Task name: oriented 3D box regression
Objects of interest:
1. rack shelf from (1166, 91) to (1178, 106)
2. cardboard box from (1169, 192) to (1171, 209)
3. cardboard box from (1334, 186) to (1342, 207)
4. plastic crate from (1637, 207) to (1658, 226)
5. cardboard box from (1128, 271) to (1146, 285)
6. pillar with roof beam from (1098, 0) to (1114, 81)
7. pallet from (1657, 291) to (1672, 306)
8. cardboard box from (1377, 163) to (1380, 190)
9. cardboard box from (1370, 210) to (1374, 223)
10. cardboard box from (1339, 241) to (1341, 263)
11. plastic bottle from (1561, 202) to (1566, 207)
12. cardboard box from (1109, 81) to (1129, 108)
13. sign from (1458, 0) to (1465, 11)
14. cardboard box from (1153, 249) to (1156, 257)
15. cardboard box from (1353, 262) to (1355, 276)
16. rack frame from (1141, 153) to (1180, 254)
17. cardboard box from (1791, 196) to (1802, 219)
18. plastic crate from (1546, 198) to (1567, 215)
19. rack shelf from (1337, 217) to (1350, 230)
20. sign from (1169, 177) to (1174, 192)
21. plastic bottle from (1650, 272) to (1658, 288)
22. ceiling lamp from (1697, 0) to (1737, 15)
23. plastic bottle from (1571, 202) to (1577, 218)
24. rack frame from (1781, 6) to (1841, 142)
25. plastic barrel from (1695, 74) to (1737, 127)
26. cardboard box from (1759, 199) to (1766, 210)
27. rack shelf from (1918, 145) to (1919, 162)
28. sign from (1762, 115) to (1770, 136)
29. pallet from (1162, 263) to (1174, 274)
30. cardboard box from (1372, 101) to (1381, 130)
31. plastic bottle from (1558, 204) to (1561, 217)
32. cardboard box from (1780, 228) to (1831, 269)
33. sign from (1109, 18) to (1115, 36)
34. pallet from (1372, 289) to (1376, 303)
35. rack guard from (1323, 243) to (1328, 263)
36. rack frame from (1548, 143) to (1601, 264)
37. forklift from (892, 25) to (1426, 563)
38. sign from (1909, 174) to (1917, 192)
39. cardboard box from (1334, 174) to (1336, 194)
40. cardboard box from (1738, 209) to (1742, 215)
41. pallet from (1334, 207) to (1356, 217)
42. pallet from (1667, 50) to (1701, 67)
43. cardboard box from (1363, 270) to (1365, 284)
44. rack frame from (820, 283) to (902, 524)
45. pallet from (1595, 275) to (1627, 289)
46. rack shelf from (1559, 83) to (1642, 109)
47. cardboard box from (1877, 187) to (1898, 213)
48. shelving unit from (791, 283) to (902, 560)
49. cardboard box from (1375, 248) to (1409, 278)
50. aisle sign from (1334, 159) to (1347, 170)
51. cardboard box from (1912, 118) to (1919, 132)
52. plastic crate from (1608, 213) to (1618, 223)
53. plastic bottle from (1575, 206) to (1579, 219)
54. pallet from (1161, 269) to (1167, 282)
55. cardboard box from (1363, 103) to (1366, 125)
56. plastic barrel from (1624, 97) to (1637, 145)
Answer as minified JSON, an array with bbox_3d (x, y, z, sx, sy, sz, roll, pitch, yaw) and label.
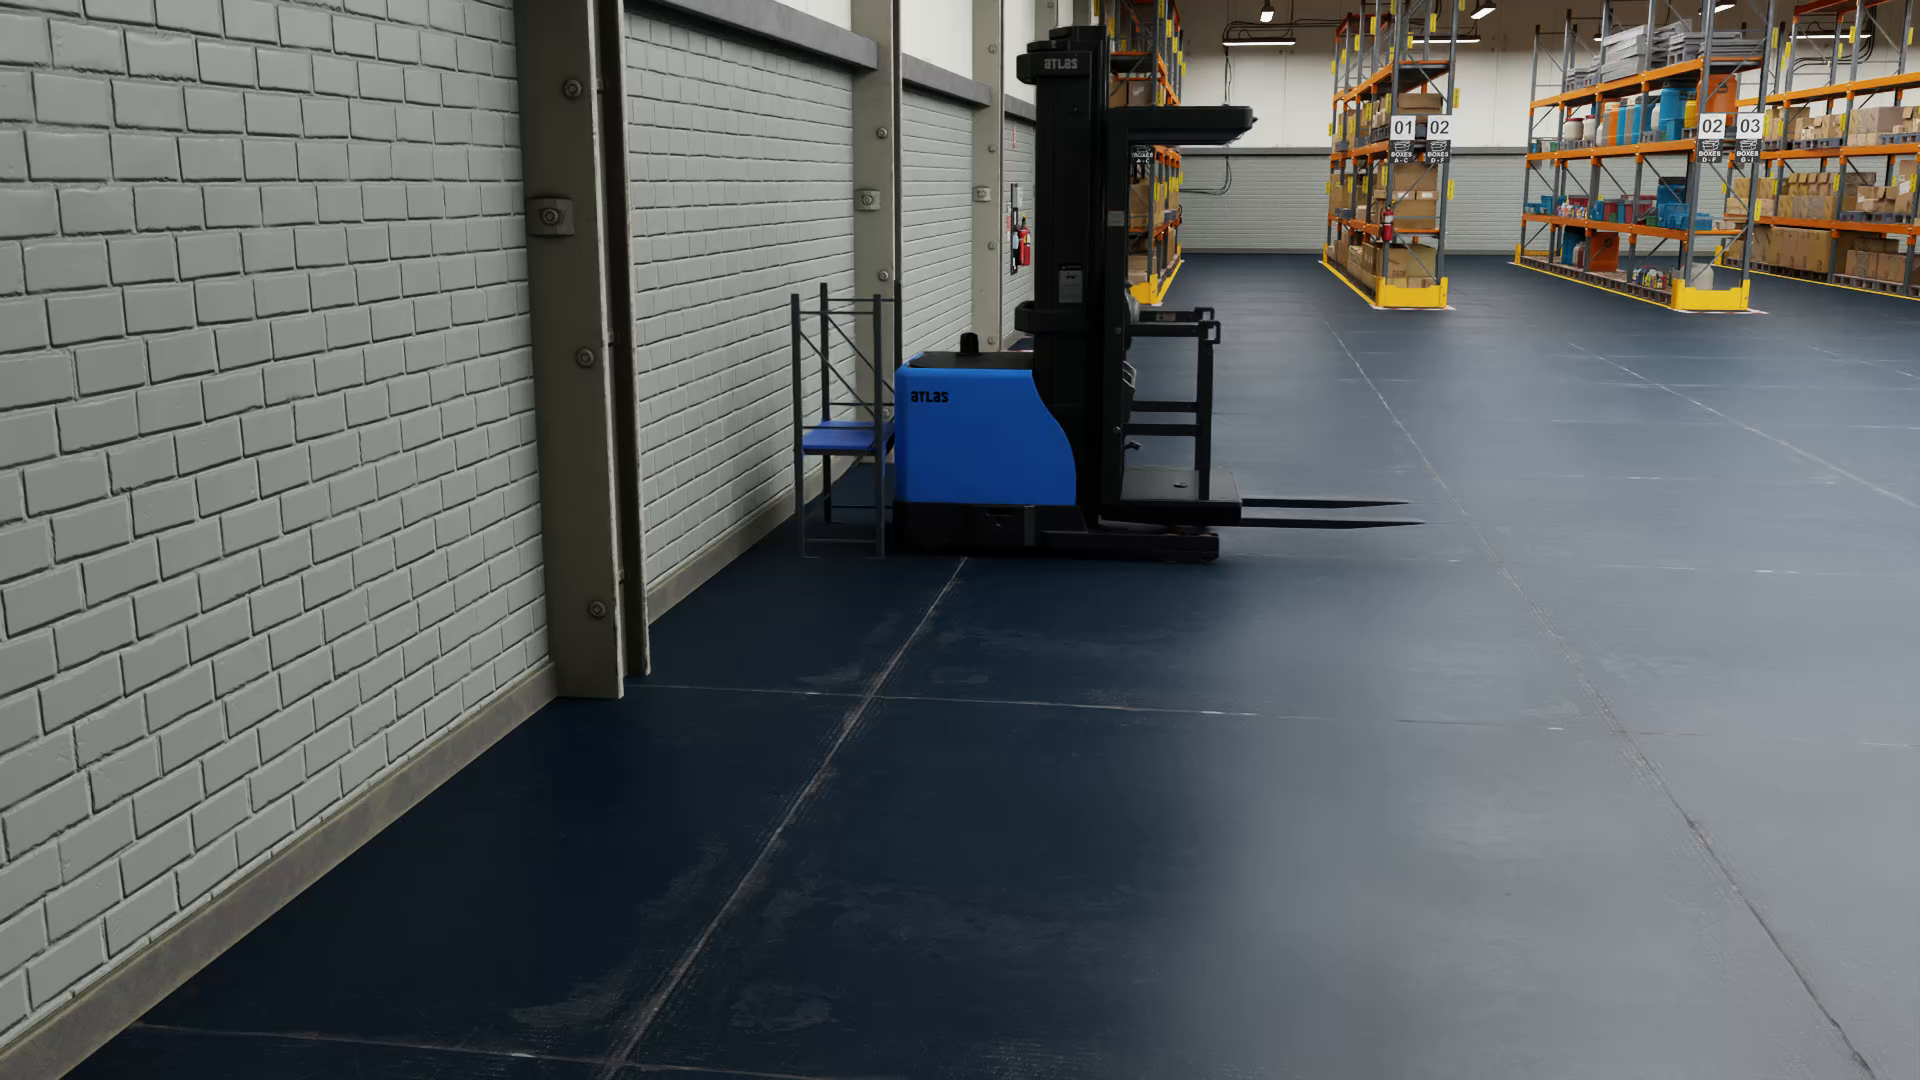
[{"bbox_3d":[4.435,-10.141,38.344,1.077,0.370,4.000,2,12,9],"label":"rack shelf"},{"bbox_3d":[4.455,-7.636,37.313,0.500,0.500,0.500,2,12,10],"label":"cardboard box"},{"bbox_3d":[9.344,-8.175,39.570,0.700,0.500,0.500,-2,12,-10],"label":"cardboard box"},{"bbox_3d":[13.096,-6.050,31.093,0.767,0.338,0.504,2,12,9],"label":"plastic crate"},{"bbox_3d":[3.093,-4.715,30.091,0.500,0.311,0.500,0,12,2],"label":"cardboard box"},{"bbox_3d":[7.327,-9.889,34.522,9.100,9.000,0.400,2,12,9],"label":"pillar with roof beam"},{"bbox_3d":[12.782,-4.176,28.868,1.003,0.211,1.213,2,12,9],"label":"pallet"},{"bbox_3d":[8.346,-6.937,31.745,0.700,0.500,0.500,2,12,9],"label":"cardboard box"},{"bbox_3d":[8.362,-6.470,33.213,0.396,0.266,0.258,2,12,7],"label":"cardboard box"},{"bbox_3d":[9.252,-6.801,39.318,0.500,0.500,0.500,2,12,9],"label":"cardboard box"},{"bbox_3d":[14.151,-7.755,38.976,0.144,0.351,0.185,2,12,9],"label":"plastic bottle"},{"bbox_3d":[2.705,-7.785,29.221,0.500,0.500,0.500,2,12,11],"label":"cardboard box"},{"bbox_3d":[8.340,-8.961,27.621,0.100,0.325,0.005,2,12,9],"label":"sign"},{"bbox_3d":[3.758,-5.867,34.987,0.700,0.500,0.500,2,12,9],"label":"cardboard box"},{"bbox_3d":[8.423,-5.621,34.485,0.500,0.250,0.500,2,12,10],"label":"cardboard box"},{"bbox_3d":[5.358,-9.004,44.654,1.000,3.000,0.127,2,12,9],"label":"rack frame"},{"bbox_3d":[18.955,-7.442,37.170,0.500,0.500,0.500,2,12,7],"label":"cardboard box"},{"bbox_3d":[14.267,-7.980,39.798,0.392,0.384,0.575,2,12,9],"label":"plastic crate"},{"bbox_3d":[9.331,-7.244,38.193,1.077,0.370,4.000,2,12,9],"label":"rack shelf"},{"bbox_3d":[4.665,-7.850,36.740,0.100,0.325,0.005,2,12,9],"label":"sign"},{"bbox_3d":[12.623,-4.713,30.163,0.152,0.276,0.135,2,12,7],"label":"plastic bottle"},{"bbox_3d":[17.169,-13.372,36.827,0.800,3.185,2.000,2,12,9],"label":"ceiling lamp"},{"bbox_3d":[13.848,-7.428,37.456,0.144,0.351,0.185,2,12,9],"label":"plastic bottle"},{"bbox_3d":[19.426,-10.623,37.924,1.000,3.000,0.127,2,12,9],"label":"rack frame"},{"bbox_3d":[12.636,-7.339,27.793,0.600,0.830,0.708,2,12,9],"label":"plastic barrel"},{"bbox_3d":[19.312,-7.970,39.507,0.500,0.250,0.500,2,12,10],"label":"cardboard box"},{"bbox_3d":[17.888,-6.723,28.656,1.077,0.370,4.000,2,12,9],"label":"rack shelf"},{"bbox_3d":[13.229,-6.804,27.306,0.100,0.325,0.005,2,12,9],"label":"sign"},{"bbox_3d":[4.513,-6.391,39.145,1.003,0.211,1.213,2,12,9],"label":"pallet"},{"bbox_3d":[8.070,-8.039,31.489,0.500,0.500,0.500,3,13,13],"label":"cardboard box"},{"bbox_3d":[14.034,-7.703,38.894,0.061,0.283,0.133,2,12,9],"label":"plastic bottle"},{"bbox_3d":[19.211,-6.537,37.251,1.225,0.875,0.875,1,12,7],"label":"cardboard box"},{"bbox_3d":[2.963,-9.990,32.393,0.100,0.325,0.005,2,12,9],"label":"sign"},{"bbox_3d":[7.869,-4.311,29.497,1.003,0.211,1.213,2,12,9],"label":"pallet"},{"bbox_3d":[10.242,-7.607,44.103,1.175,0.500,0.348,2,12,9],"label":"rack guard"},{"bbox_3d":[14.532,-7.850,39.301,1.000,3.000,0.127,2,12,9],"label":"rack frame"},{"bbox_3d":[1.163,-1.419,9.620,3.031,2.935,1.130,1,12,6],"label":"forklift"},{"bbox_3d":[17.647,-6.608,30.787,0.100,0.325,0.005,2,12,9],"label":"sign"},{"bbox_3d":[9.614,-8.875,41.442,0.500,0.500,0.500,2,12,9],"label":"cardboard box"},{"bbox_3d":[19.504,-8.123,41.160,0.380,0.149,0.250,2,12,8],"label":"cardboard box"},{"bbox_3d":[9.407,-7.755,39.314,1.003,0.211,1.213,2,12,9],"label":"pallet"},{"bbox_3d":[13.017,-8.403,29.021,1.003,0.211,1.213,2,12,9],"label":"pallet"},{"bbox_3d":[7.955,-5.017,31.682,0.500,0.250,0.500,2,12,9],"label":"cardboard box"},{"bbox_3d":[-0.607,-0.839,10.328,0.500,1.500,0.032,1,12,4],"label":"rack frame"},{"bbox_3d":[13.569,-5.241,33.813,1.003,0.211,1.213,2,12,9],"label":"pallet"},{"bbox_3d":[14.224,-9.820,36.855,1.077,0.370,4.000,2,12,9],"label":"rack shelf"},{"bbox_3d":[18.371,-6.644,32.462,0.797,0.503,0.637,3,13,14],"label":"cardboard box"},{"bbox_3d":[-0.645,-0.733,9.833,0.538,1.500,1.048,1,12,4],"label":"shelving unit"},{"bbox_3d":[7.581,-4.863,29.187,0.500,0.500,0.500,2,12,9],"label":"cardboard box"},{"bbox_3d":[9.974,-10.139,43.749,0.394,0.787,0.004,2,12,9],"label":"aisle sign"},{"bbox_3d":[18.241,-7.829,31.406,0.396,0.266,0.258,2,12,11],"label":"cardboard box"},{"bbox_3d":[13.291,-6.453,33.320,0.450,0.188,0.662,2,12,9],"label":"plastic crate"},{"bbox_3d":[13.733,-7.297,37.008,0.061,0.283,0.133,2,12,9],"label":"plastic bottle"},{"bbox_3d":[4.006,-5.813,36.466,1.003,0.211,1.213,2,12,9],"label":"pallet"},{"bbox_3d":[9.175,-9.380,36.666,0.500,0.500,0.500,2,12,9],"label":"cardboard box"},{"bbox_3d":[13.266,-8.146,32.360,0.600,0.901,0.600,0,12,0],"label":"plastic barrel"}]
